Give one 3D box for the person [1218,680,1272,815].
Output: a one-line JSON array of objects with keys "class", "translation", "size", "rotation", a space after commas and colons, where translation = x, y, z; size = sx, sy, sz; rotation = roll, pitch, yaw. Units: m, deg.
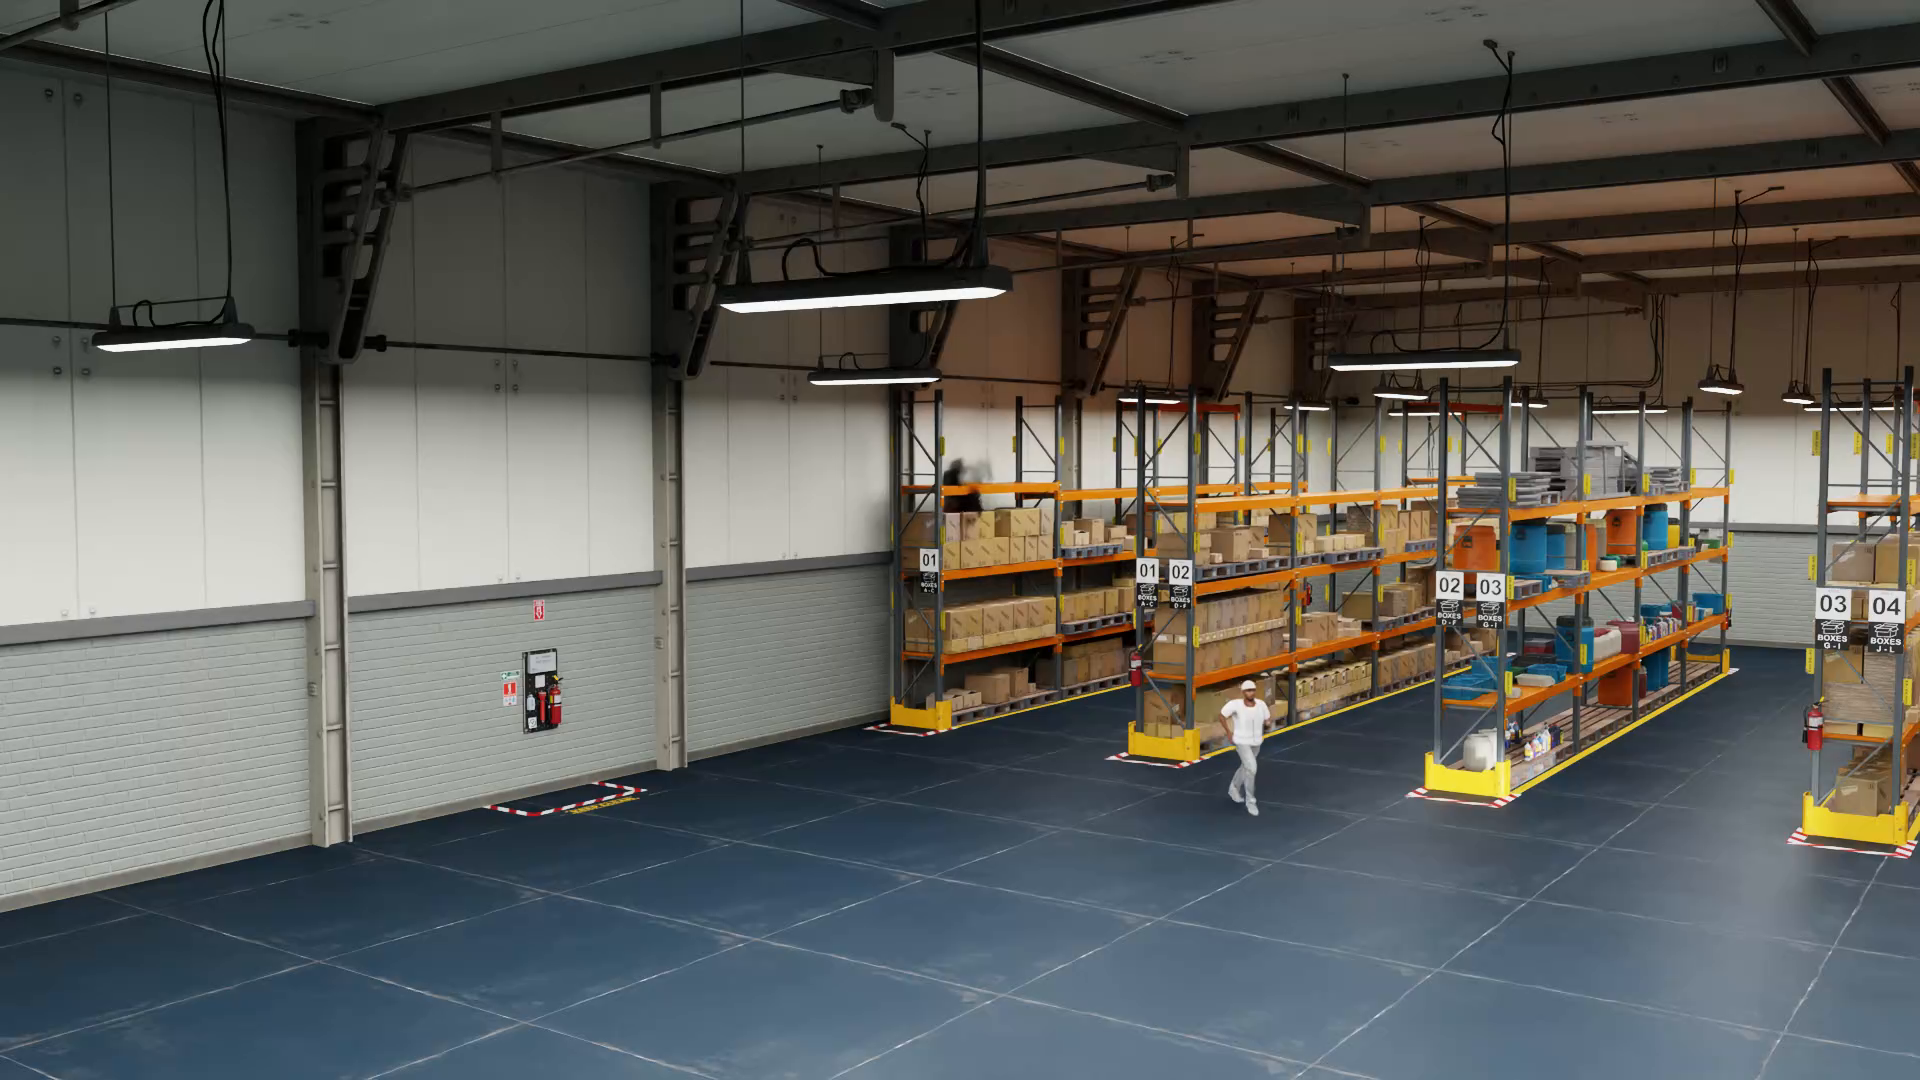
[{"class": "person", "translation": [3.978, 2.835, 22.952], "size": [0.666, 1.828, 0.806], "rotation": [-2, 4, -25]}]
